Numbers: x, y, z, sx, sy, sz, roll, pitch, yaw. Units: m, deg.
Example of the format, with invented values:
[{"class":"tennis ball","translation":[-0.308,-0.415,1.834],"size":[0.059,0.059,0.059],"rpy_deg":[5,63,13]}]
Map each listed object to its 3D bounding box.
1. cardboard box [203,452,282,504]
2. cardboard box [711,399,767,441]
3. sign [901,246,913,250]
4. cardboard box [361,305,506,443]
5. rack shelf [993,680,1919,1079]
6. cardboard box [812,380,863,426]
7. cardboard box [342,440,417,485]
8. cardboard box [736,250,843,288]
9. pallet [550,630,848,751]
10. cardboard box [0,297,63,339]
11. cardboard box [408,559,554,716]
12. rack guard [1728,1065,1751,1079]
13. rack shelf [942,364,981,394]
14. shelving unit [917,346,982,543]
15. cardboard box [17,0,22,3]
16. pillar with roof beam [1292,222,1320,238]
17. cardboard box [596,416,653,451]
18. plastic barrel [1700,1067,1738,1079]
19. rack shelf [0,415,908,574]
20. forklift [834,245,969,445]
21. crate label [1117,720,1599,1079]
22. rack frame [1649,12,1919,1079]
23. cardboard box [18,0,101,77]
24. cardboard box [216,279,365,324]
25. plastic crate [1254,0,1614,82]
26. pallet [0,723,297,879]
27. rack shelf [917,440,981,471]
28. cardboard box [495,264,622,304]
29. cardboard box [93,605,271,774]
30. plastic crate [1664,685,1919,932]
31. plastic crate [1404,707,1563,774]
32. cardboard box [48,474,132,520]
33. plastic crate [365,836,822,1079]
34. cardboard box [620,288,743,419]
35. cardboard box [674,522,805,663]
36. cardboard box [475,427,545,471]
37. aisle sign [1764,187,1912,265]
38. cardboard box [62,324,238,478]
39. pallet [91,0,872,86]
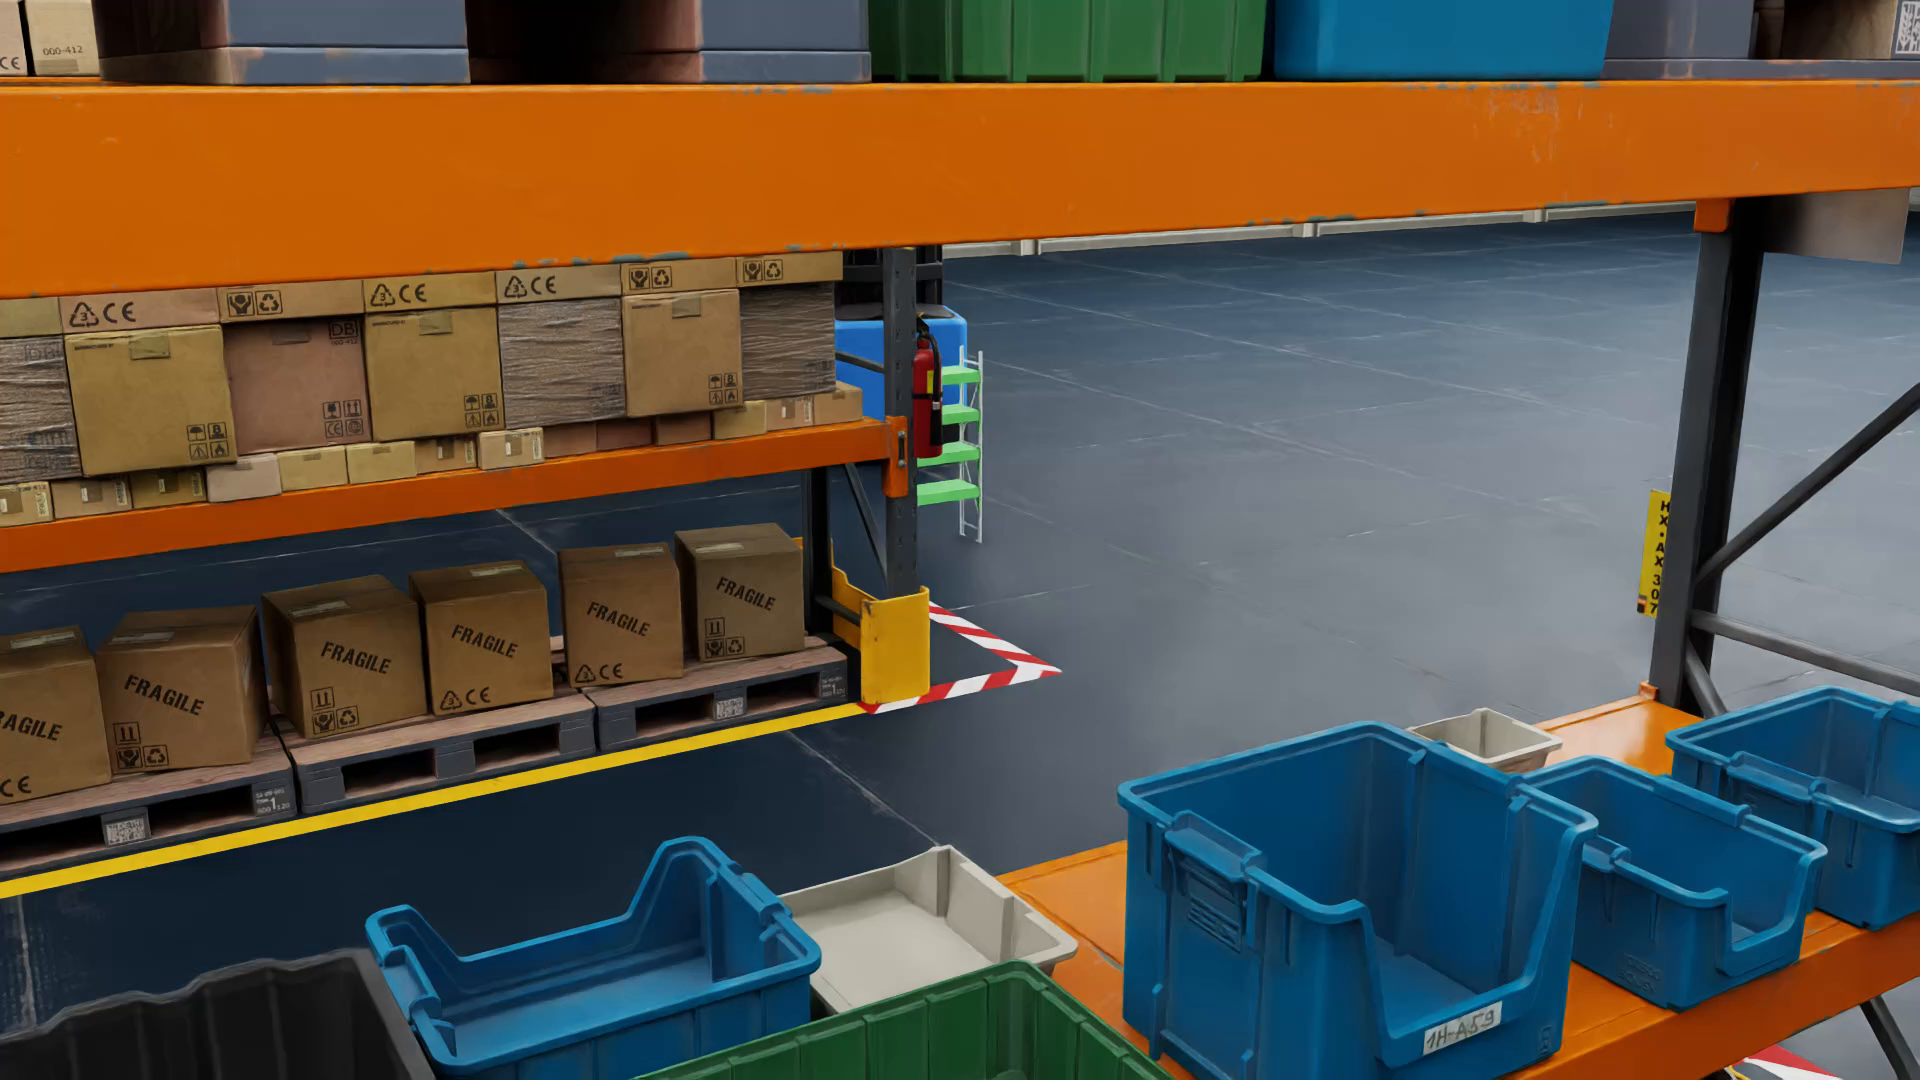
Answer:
[{"class":"cardboard box","translation":[-2.725,-0.263,6.257],"size":[0.250,0.149,0.380],"rpy_deg":[-9,18,-30]},{"class":"cardboard box","translation":[-1.042,-0.555,7.299],"size":[0.250,0.149,0.380],"rpy_deg":[-9,18,-30]},{"class":"sign","translation":[-0.233,-1.423,7.200],"size":[0.005,0.325,0.100],"rpy_deg":[-9,18,-30]},{"class":"cardboard box","translation":[-2.239,-0.743,6.766],"size":[0.500,0.500,0.875],"rpy_deg":[-9,18,-30]},{"class":"rack shelf","translation":[0.335,0.925,2.884],"size":[4.000,0.370,1.077],"rpy_deg":[-9,18,-30]},{"class":"cardboard box","translation":[-0.639,-0.637,7.589],"size":[0.250,0.149,0.380],"rpy_deg":[-9,18,-30]},{"class":"cardboard box","translation":[-2.312,-0.340,6.530],"size":[0.250,0.149,0.380],"rpy_deg":[-9,18,-30]},{"class":"cardboard box","translation":[-0.845,-1.384,7.202],"size":[0.500,0.500,0.500],"rpy_deg":[-9,18,-30]},{"class":"pallet","translation":[-1.281,0.613,7.832],"size":[1.213,0.211,1.003],"rpy_deg":[-9,18,-30]},{"class":"cardboard box","translation":[-3.413,-0.966,5.708],"size":[0.500,0.500,0.500],"rpy_deg":[-9,18,-30]},{"class":"cardboard box","translation":[-2.086,0.413,7.232],"size":[0.500,0.500,0.500],"rpy_deg":[-7,17,-25]},{"class":"rack guard","translation":[2.009,1.526,4.040],"size":[0.348,0.500,1.175],"rpy_deg":[-9,18,-30]},{"class":"rack shelf","translation":[-0.142,-0.955,10.053],"size":[0.480,0.148,0.258],"rpy_deg":[-9,18,-30]},{"class":"shelving unit","translation":[-0.142,-0.555,10.166],"size":[0.503,1.200,0.258],"rpy_deg":[-9,18,-30]},{"class":"cardboard box","translation":[-3.354,-2.036,6.097],"size":[0.250,0.149,0.380],"rpy_deg":[-10,19,-32]},{"class":"pillar with roof beam","translation":[8.421,-8.792,25.103],"size":[0.400,9.000,9.100],"rpy_deg":[-9,18,-30]},{"class":"cardboard box","translation":[-1.499,-0.499,7.098],"size":[0.250,0.149,0.380],"rpy_deg":[-9,18,-30]},{"class":"plastic barrel","translation":[1.525,1.406,3.669],"size":[0.421,0.512,0.421],"rpy_deg":[0,16,0]},{"class":"rack shelf","translation":[-2.216,-0.221,6.972],"size":[4.000,0.370,1.077],"rpy_deg":[-9,18,-30]},{"class":"forklift","translation":[-0.732,-2.371,13.438],"size":[1.130,2.935,3.031],"rpy_deg":[-3,16,-11]},{"class":"crate label","translation":[0.611,0.602,2.638],"size":[0.616,0.435,0.502],"rpy_deg":[-9,18,-30]},{"class":"rack frame","translation":[2.048,0.300,3.782],"size":[0.053,2.616,0.949],"rpy_deg":[-9,18,-30]},{"class":"cardboard box","translation":[-2.961,-1.739,5.777],"size":[0.500,0.250,0.500],"rpy_deg":[-9,18,-30]},{"class":"cardboard box","translation":[-2.557,-1.105,6.205],"size":[0.500,0.500,0.500],"rpy_deg":[-9,18,-30]},{"class":"plastic crate","translation":[0.570,-0.801,2.182],"size":[0.575,0.384,0.392],"rpy_deg":[-9,18,-30]},{"class":"pallet","translation":[-3.372,0.952,6.622],"size":[1.213,0.211,1.003],"rpy_deg":[-9,18,-30]},{"class":"rack shelf","translation":[-0.142,-0.493,10.183],"size":[0.480,0.148,0.258],"rpy_deg":[-9,18,-30]},{"class":"cardboard box","translation":[-1.701,-1.244,6.703],"size":[0.500,0.500,0.500],"rpy_deg":[-9,18,-30]},{"class":"cardboard box","translation":[-3.079,0.585,6.620],"size":[0.500,0.500,0.500],"rpy_deg":[-3,16,-12]},{"class":"plastic crate","translation":[1.775,0.511,3.304],"size":[0.616,0.251,0.499],"rpy_deg":[-9,18,-30]},{"class":"plastic crate","translation":[1.117,0.478,3.636],"size":[0.250,0.136,0.298],"rpy_deg":[-9,18,-30]},{"class":"cardboard box","translation":[-3.170,-0.201,6.036],"size":[0.250,0.149,0.380],"rpy_deg":[-9,18,-30]},{"class":"plastic crate","translation":[-0.570,0.712,2.588],"size":[0.616,0.251,0.499],"rpy_deg":[-9,18,-30]},{"class":"cardboard box","translation":[-1.354,-0.869,7.216],"size":[0.500,0.500,0.875],"rpy_deg":[-9,18,-30]},{"class":"cardboard box","translation":[-1.045,0.239,7.852],"size":[0.500,0.500,0.500],"rpy_deg":[-6,17,-19]},{"class":"cardboard box","translation":[-1.871,-0.404,6.759],"size":[0.250,0.149,0.380],"rpy_deg":[-9,18,-30]},{"class":"aisle sign","translation":[1.960,-1.029,3.705],"size":[0.004,0.787,0.394],"rpy_deg":[-9,18,-30]},{"class":"cardboard box","translation":[-3.066,-0.590,6.221],"size":[0.500,0.500,0.875],"rpy_deg":[-9,18,-30]},{"class":"pallet","translation":[-0.811,-0.619,1.854],"size":[1.003,0.211,1.213],"rpy_deg":[-9,18,-30]}]
